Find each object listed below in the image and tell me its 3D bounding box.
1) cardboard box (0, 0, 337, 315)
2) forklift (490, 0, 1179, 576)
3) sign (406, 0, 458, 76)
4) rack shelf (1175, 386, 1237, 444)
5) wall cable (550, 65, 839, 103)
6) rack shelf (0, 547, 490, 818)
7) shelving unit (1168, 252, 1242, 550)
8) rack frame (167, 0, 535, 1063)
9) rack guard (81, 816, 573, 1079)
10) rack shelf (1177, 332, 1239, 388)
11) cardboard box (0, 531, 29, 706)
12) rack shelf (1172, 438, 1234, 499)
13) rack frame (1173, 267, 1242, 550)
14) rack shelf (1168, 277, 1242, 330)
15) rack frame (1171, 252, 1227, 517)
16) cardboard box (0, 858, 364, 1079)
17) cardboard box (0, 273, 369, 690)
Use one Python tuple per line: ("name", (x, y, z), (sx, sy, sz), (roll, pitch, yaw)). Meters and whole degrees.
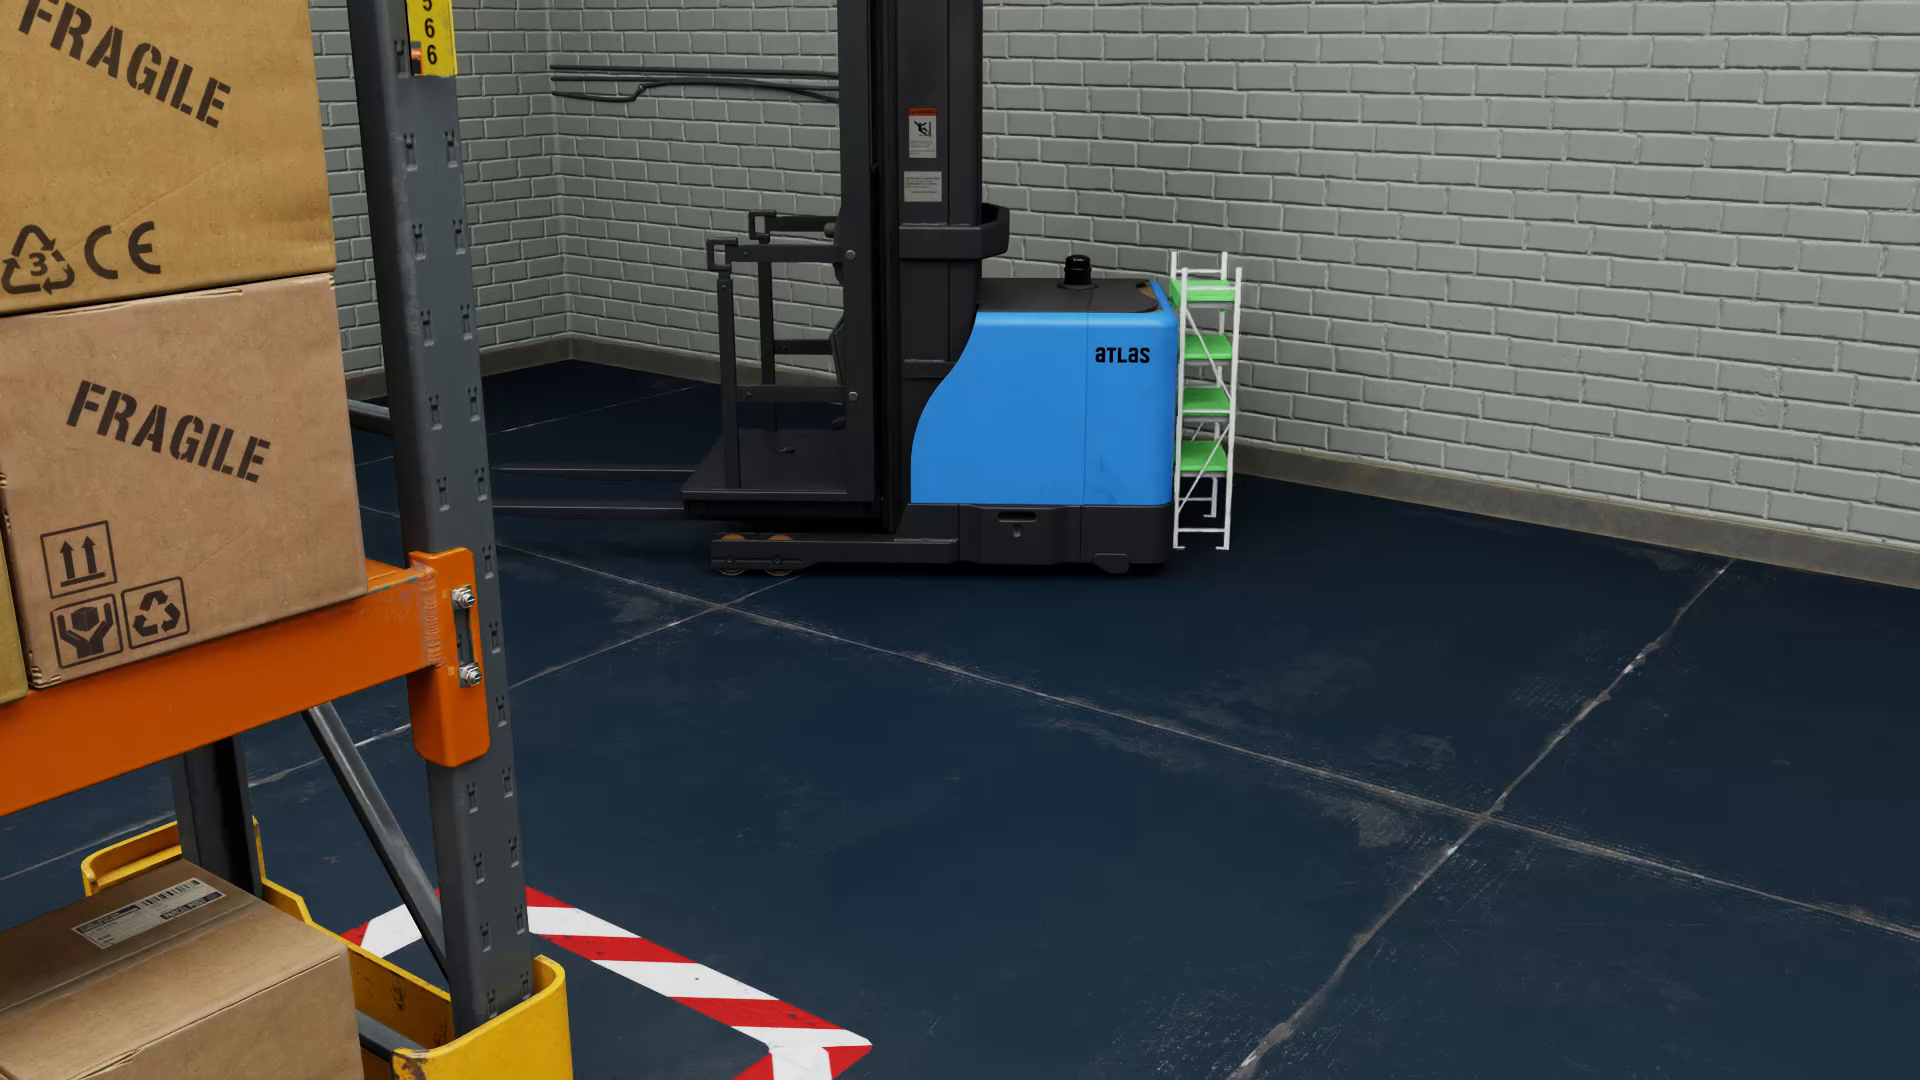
("cardboard box", (-1.261, -0.618, 2.320), (0.500, 0.500, 0.500), (12, 21, 34))
("forklift", (-0.628, -1.408, 6.835), (3.031, 2.935, 1.130), (1, 17, 2))
("sign", (-0.782, -0.848, 2.431), (0.100, 0.325, 0.005), (12, 21, 35))
("rack shelf", (1.035, -0.546, 7.193), (0.258, 0.148, 0.480), (0, 17, 2))
("wall cable", (-1.540, -3.788, 9.503), (3.097, 2.526, 0.112), (12, 21, 35))
("rack shelf", (-2.408, 0.573, 1.554), (1.077, 0.370, 4.000), (12, 21, 35))
("shelving unit", (1.035, -0.607, 7.174), (0.258, 1.200, 0.503), (0, 17, 2))
("rack frame", (-1.216, -0.247, 2.981), (1.000, 3.000, 0.127), (12, 21, 35))
("rack guard", (-1.261, 0.965, 3.294), (1.175, 0.500, 0.348), (12, 21, 35))
("rack shelf", (1.034, -0.776, 7.122), (0.258, 0.148, 0.480), (0, 17, 2))
("cardboard box", (-1.571, -0.016, 2.068), (0.500, 0.500, 0.500), (13, 21, 35))
("rack shelf", (1.036, -0.317, 7.265), (0.258, 0.148, 0.480), (0, 17, 2))
("rack frame", (1.027, -0.535, 6.942), (0.240, 1.200, 0.015), (0, 17, 2))
("rack shelf", (1.034, -1.005, 7.051), (0.258, 0.148, 0.480), (0, 17, 2))
("rack frame", (1.043, -0.680, 7.407), (0.240, 1.200, 0.015), (0, 17, 2))
("cardboard box", (-1.342, 0.910, 2.730), (0.500, 0.500, 0.500), (12, 21, 35))
("cardboard box", (-1.264, -0.140, 2.468), (0.500, 0.500, 0.500), (13, 22, 36))
